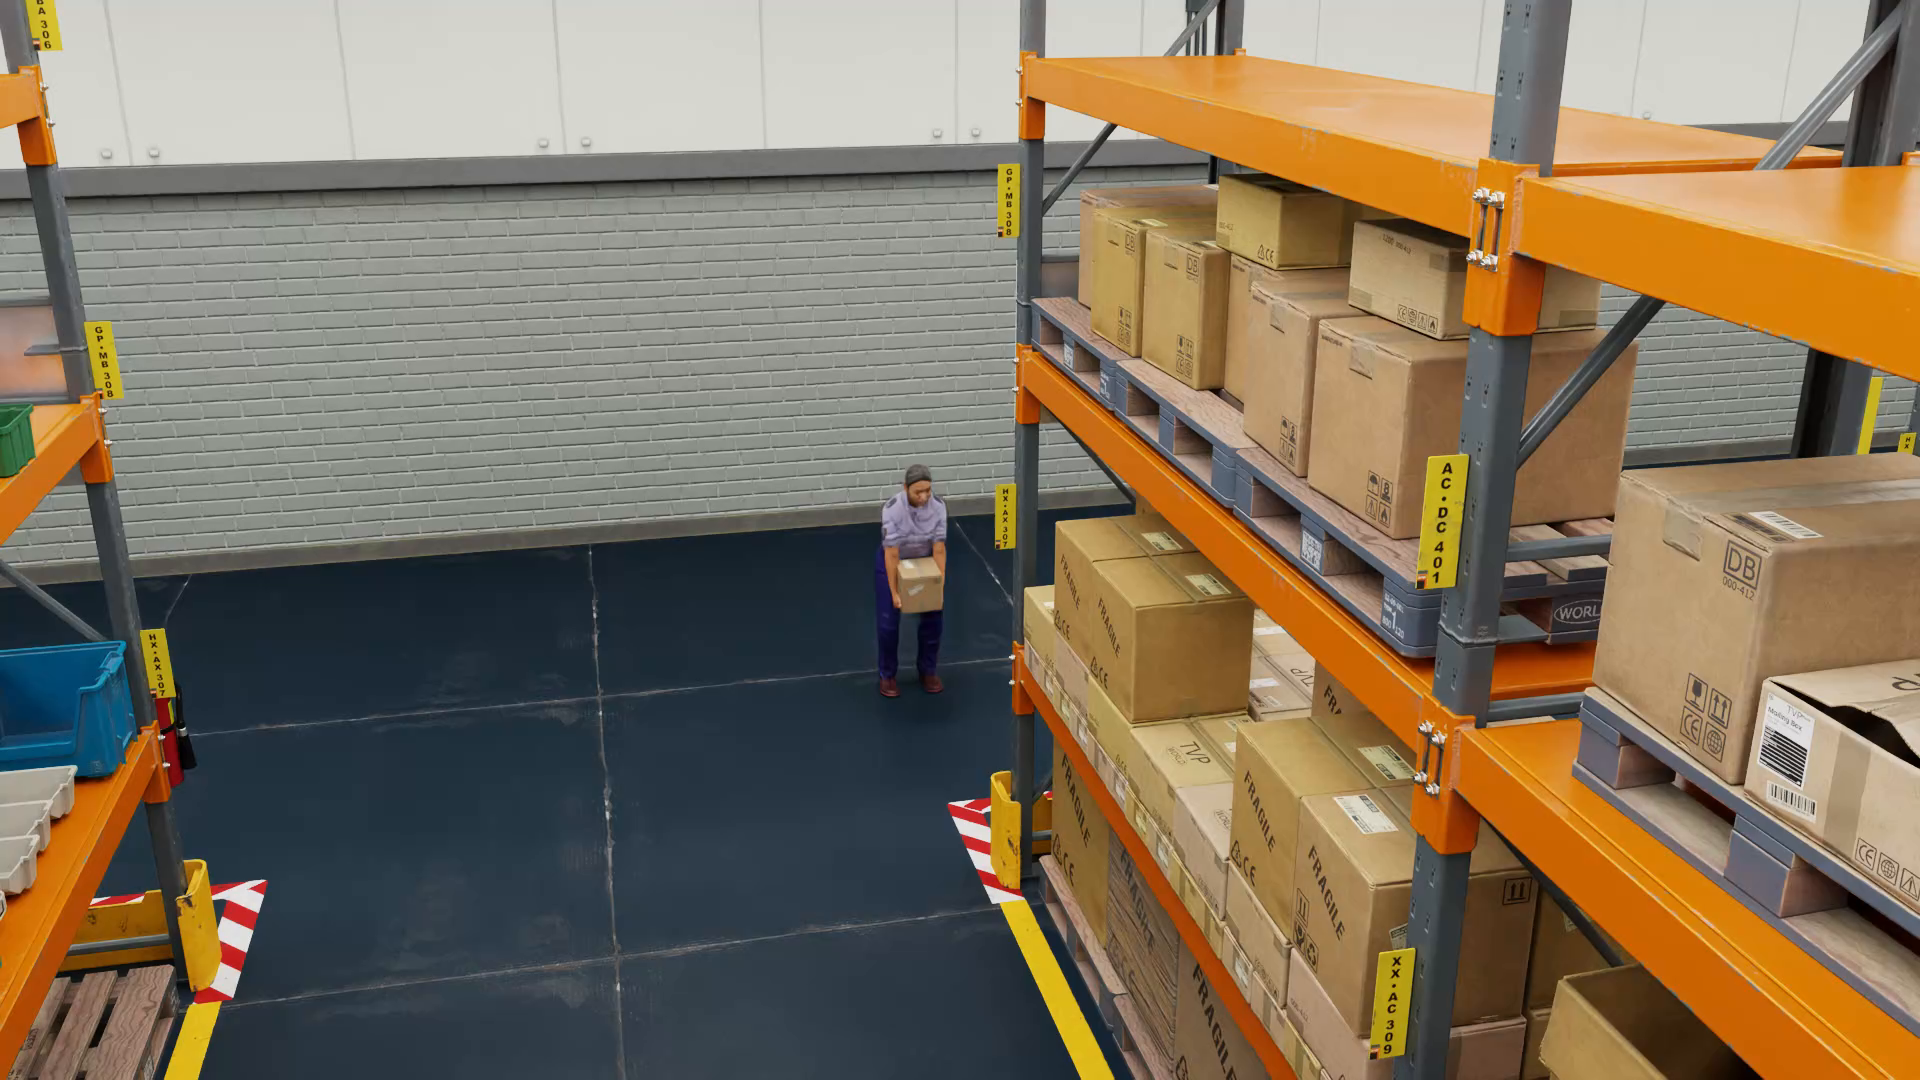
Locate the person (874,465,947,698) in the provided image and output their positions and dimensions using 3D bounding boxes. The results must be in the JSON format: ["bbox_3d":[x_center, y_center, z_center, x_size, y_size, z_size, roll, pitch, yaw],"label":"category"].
[{"bbox_3d":[-0.309,0.241,10.534,0.438,1.582,0.577,-5,20,-13],"label":"person"}]
